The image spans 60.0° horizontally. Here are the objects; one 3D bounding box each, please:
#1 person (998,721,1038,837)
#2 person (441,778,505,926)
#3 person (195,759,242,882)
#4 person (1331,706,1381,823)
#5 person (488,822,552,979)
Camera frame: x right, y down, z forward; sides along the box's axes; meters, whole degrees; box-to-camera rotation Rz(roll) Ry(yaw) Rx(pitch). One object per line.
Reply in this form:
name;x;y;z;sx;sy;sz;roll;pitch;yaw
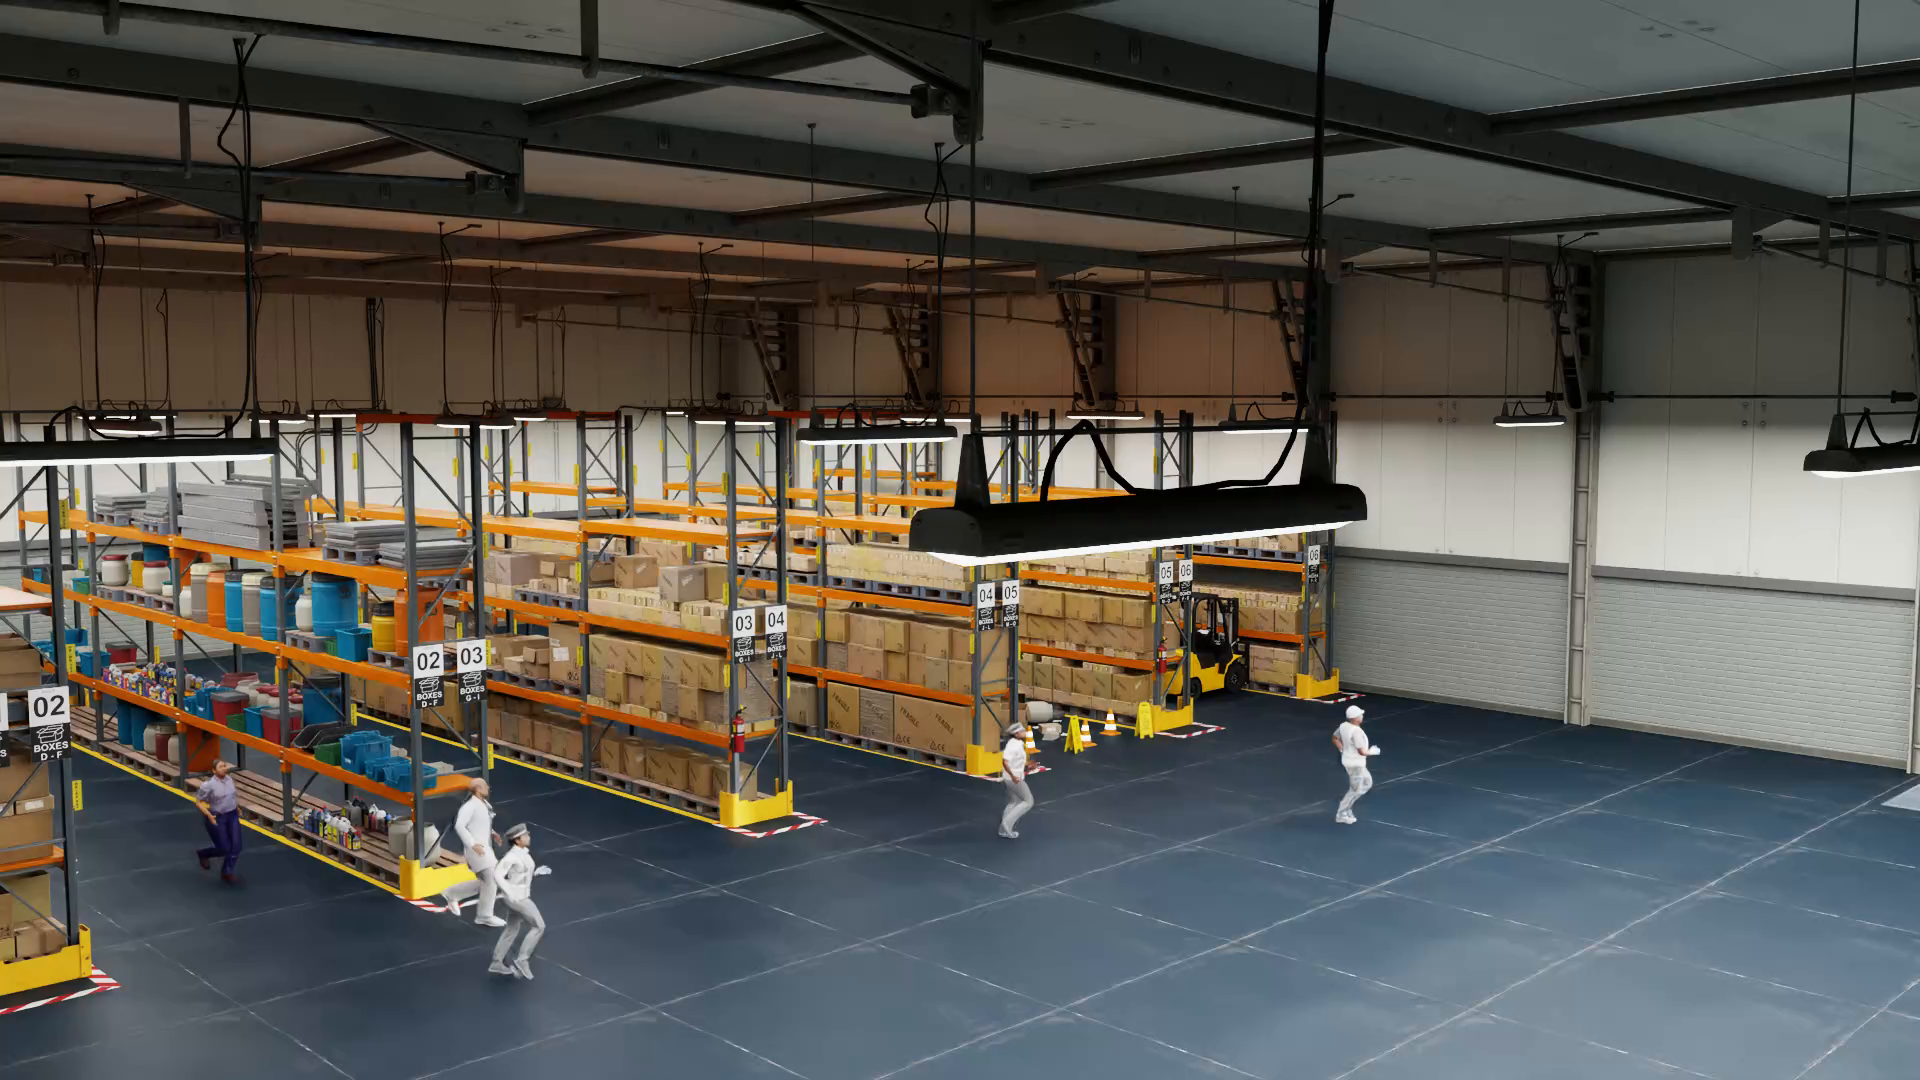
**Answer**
person;0.839;3.425;23.877;0.582;1.662;0.560;0;5;-4
person;-5.849;3.743;20.055;0.807;1.735;0.755;0;5;0
person;-9.677;3.654;21.740;0.584;1.606;0.609;3;6;29
person;5.876;3.307;24.576;0.644;1.741;0.665;0;5;-2
person;-4.803;3.927;18.142;0.695;1.730;0.581;-1;5;-14
